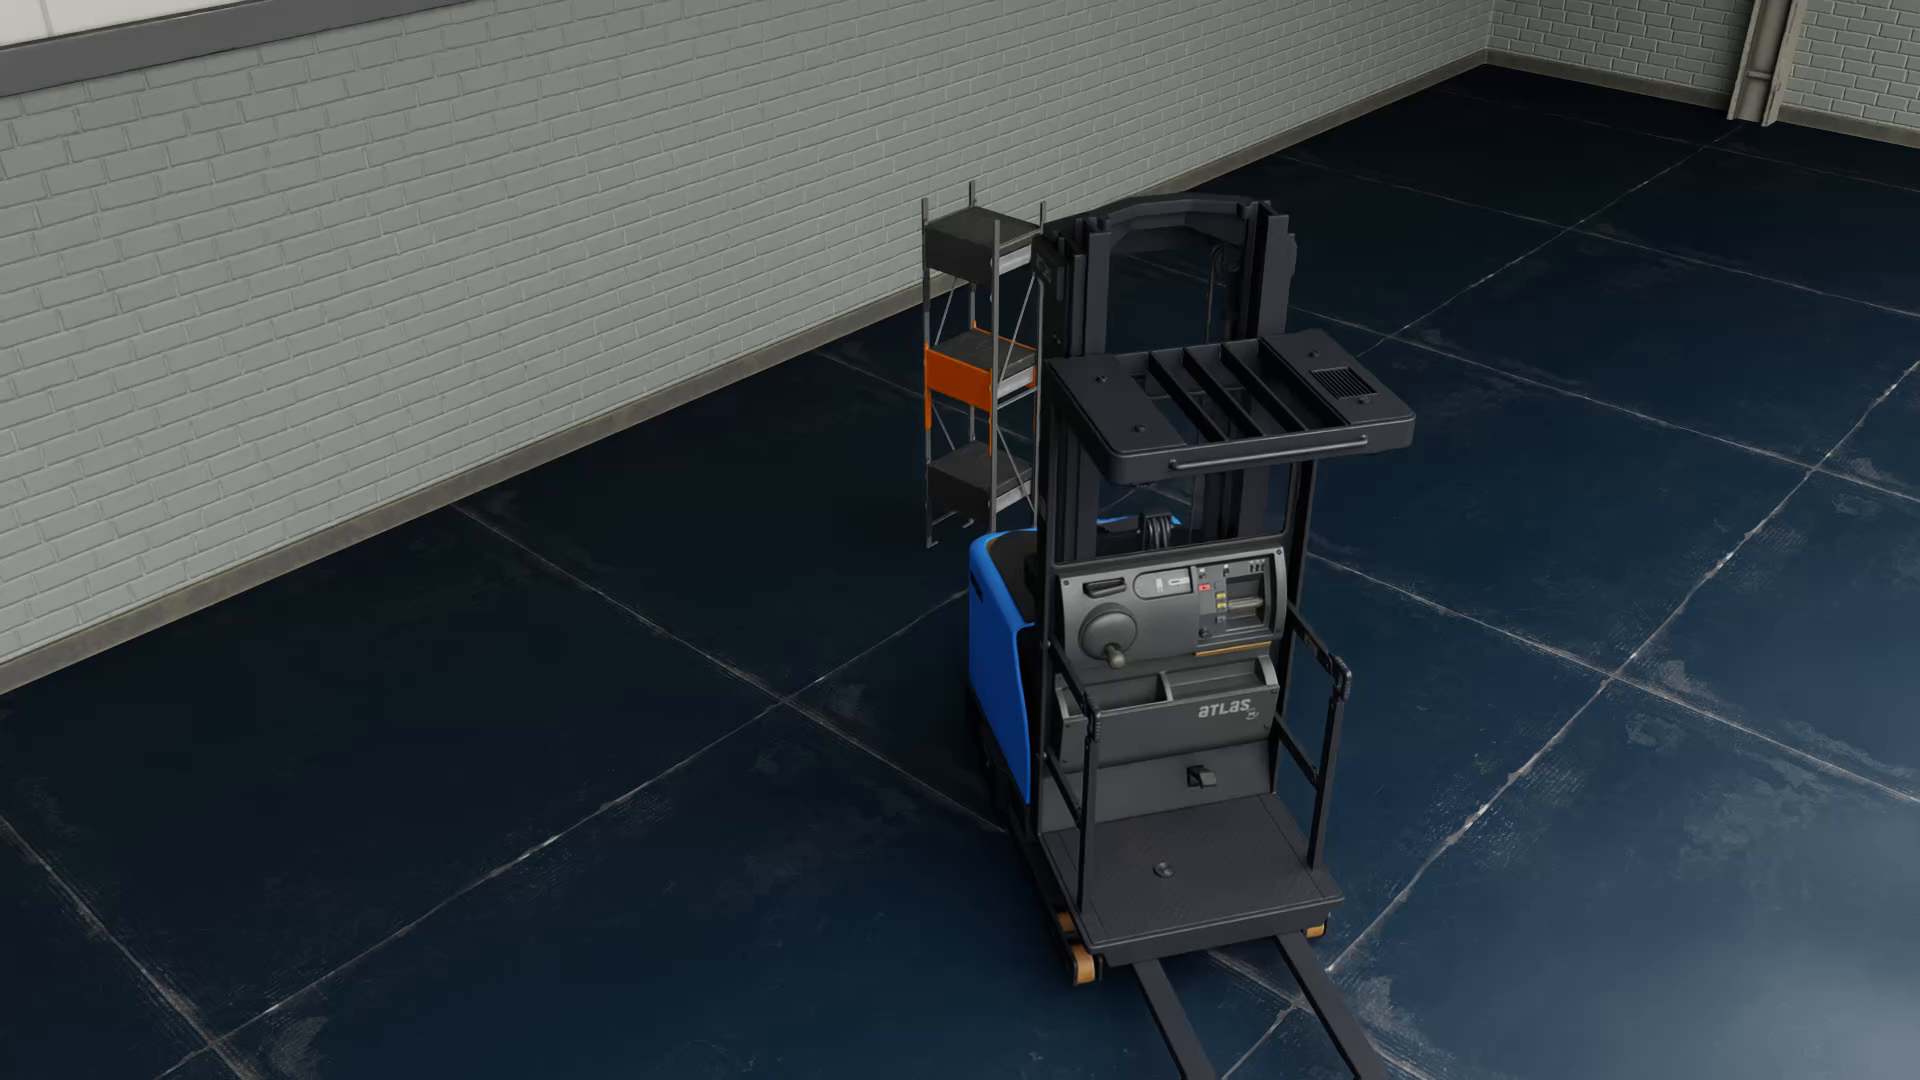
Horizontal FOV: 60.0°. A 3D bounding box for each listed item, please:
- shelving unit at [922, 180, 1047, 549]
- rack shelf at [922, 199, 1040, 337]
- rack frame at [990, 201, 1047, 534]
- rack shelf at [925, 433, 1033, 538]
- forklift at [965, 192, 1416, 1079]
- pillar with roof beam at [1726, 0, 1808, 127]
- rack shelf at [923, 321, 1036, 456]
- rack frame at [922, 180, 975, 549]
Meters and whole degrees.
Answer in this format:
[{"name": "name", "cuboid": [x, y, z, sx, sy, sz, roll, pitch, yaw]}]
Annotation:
[{"name": "shelving unit", "cuboid": [0.123, -0.842, 9.058, 0.503, 2.100, 0.431, 25, 39, 35]}, {"name": "rack shelf", "cuboid": [0.123, -1.430, 8.704, 0.480, 0.518, 0.431, 25, 39, 35]}, {"name": "rack frame", "cuboid": [0.304, -0.758, 8.917, 0.015, 2.100, 0.400, 25, 39, 35]}, {"name": "rack shelf", "cuboid": [0.123, -0.231, 9.426, 0.480, 0.518, 0.431, 25, 39, 35]}, {"name": "forklift", "cuboid": [0.897, 0.314, 6.332, 1.130, 2.935, 3.031, -8, 32, -13]}, {"name": "pillar with roof beam", "cuboid": [5.073, -6.441, 11.669, 0.400, 9.000, 9.100, 25, 39, 35]}, {"name": "rack shelf", "cuboid": [0.123, -0.831, 9.065, 0.480, 0.518, 0.431, 25, 39, 35]}, {"name": "rack frame", "cuboid": [-0.058, -0.927, 9.198, 0.015, 2.100, 0.400, 25, 39, 35]}]
